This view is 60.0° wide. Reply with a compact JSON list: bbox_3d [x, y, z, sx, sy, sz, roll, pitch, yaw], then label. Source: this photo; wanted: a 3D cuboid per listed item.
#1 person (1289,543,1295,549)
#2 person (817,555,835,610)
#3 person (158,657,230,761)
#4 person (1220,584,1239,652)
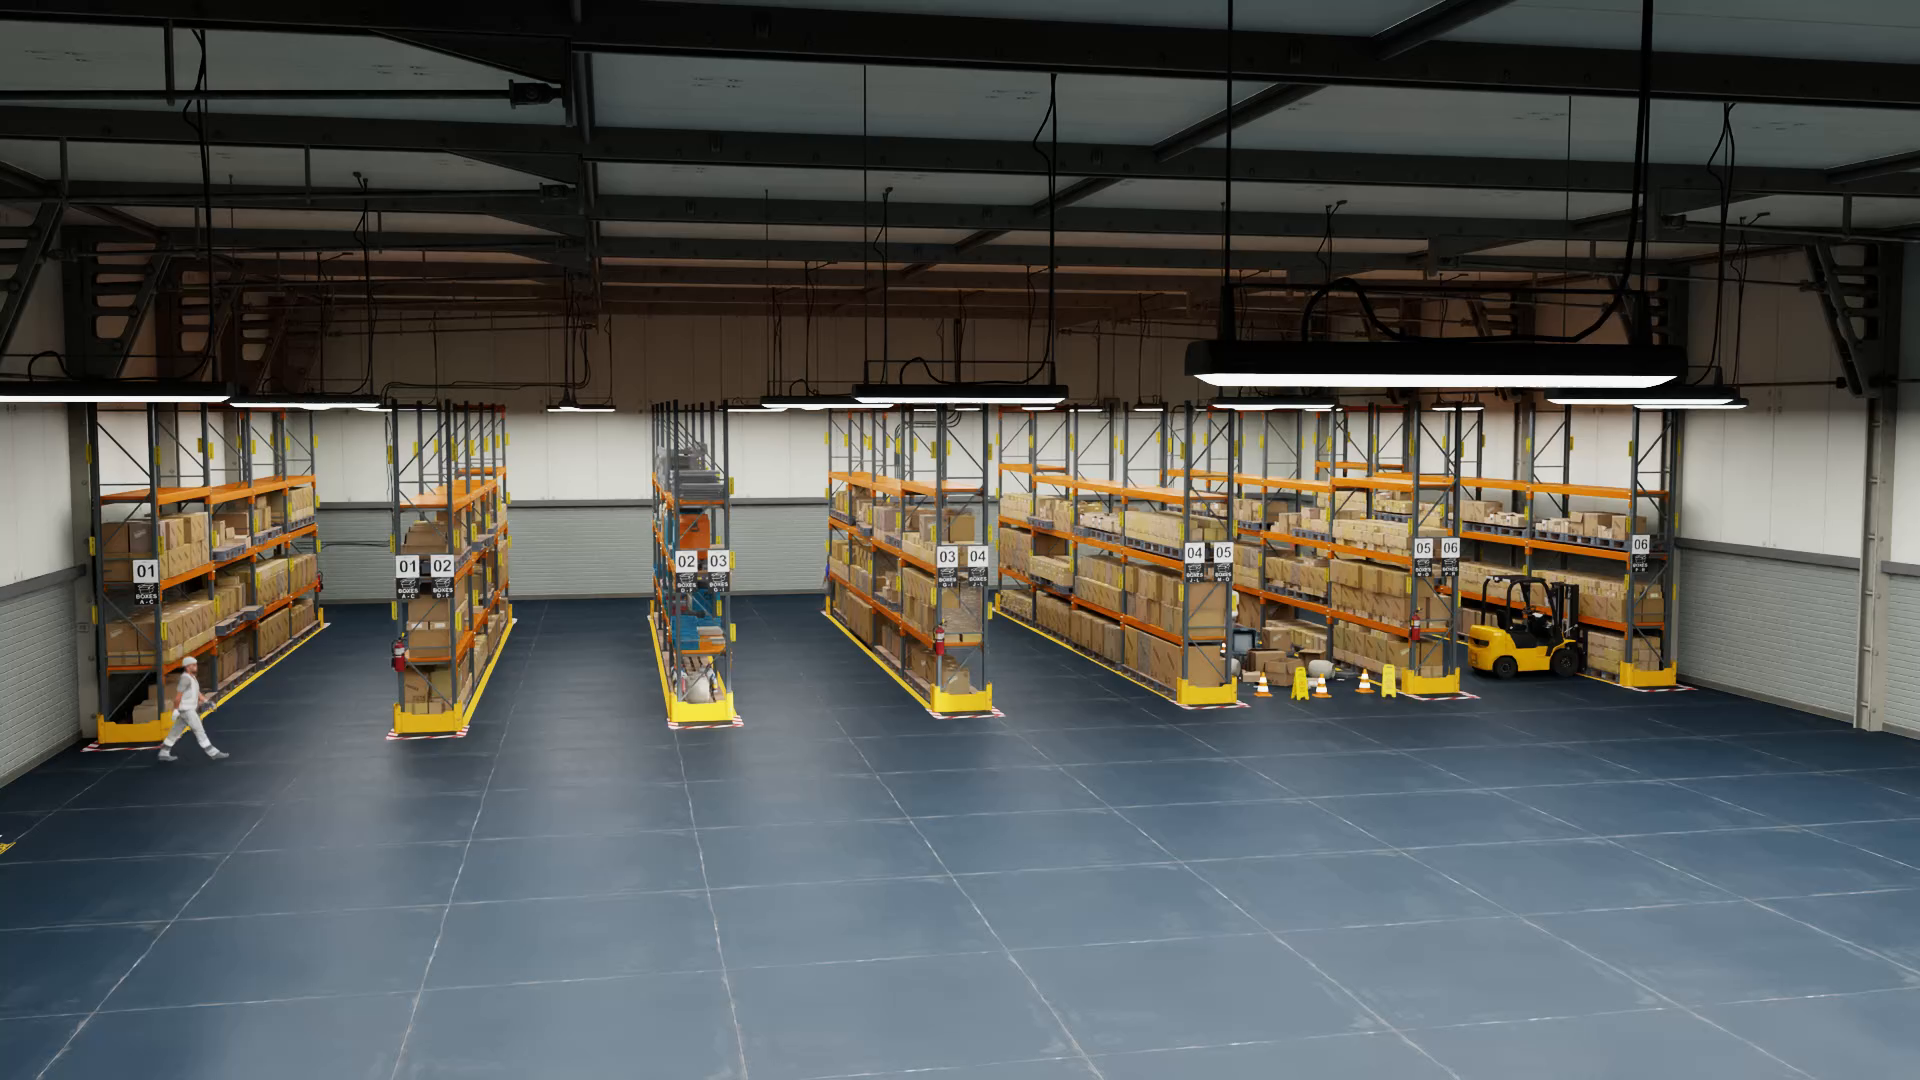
[{"bbox_3d":[10.468,0.919,51.969,0.783,1.774,0.543,-1,4,-9],"label":"person"},{"bbox_3d":[-3.811,1.231,48.802,0.930,1.613,0.485,-3,5,-31],"label":"person"},{"bbox_3d":[-12.632,2.769,27.364,1.099,1.711,0.563,-1,4,-16],"label":"person"},{"bbox_3d":[6.465,1.834,39.971,0.612,1.774,0.398,-4,6,-42],"label":"person"}]
